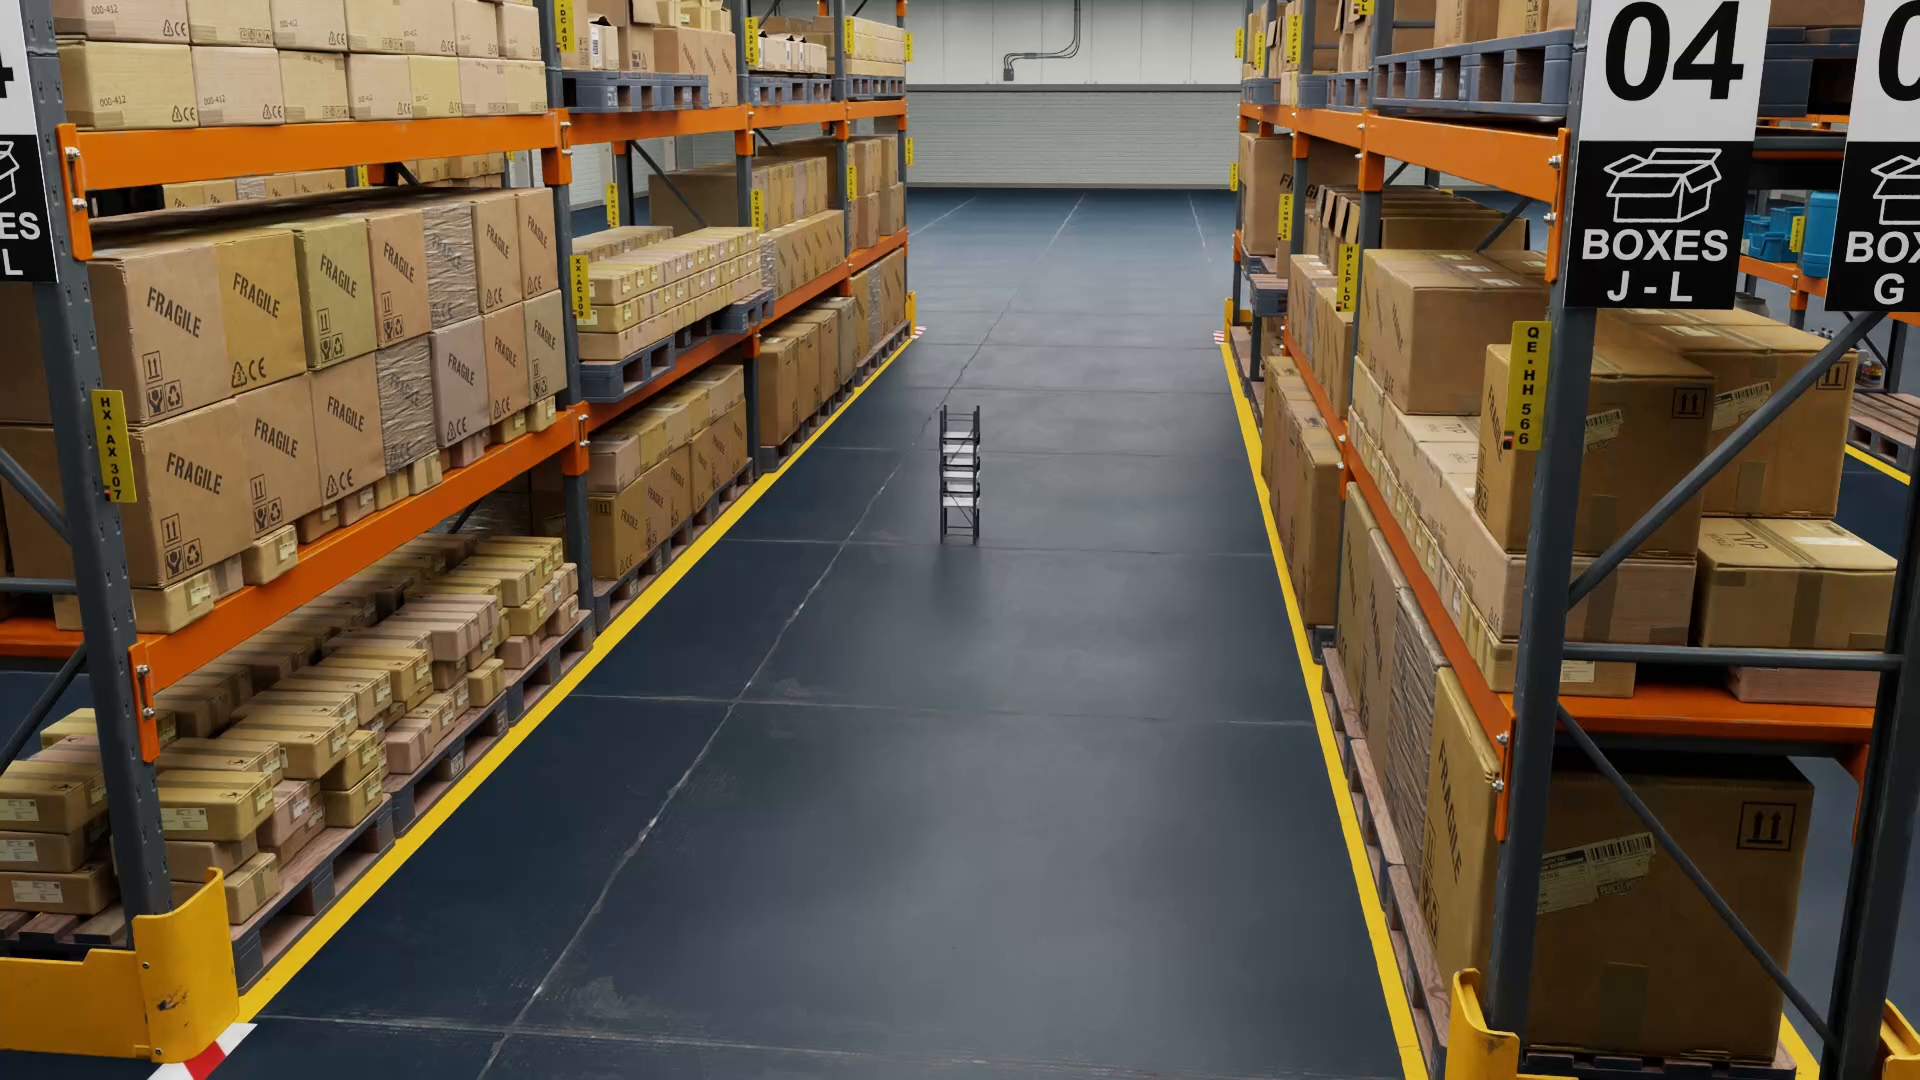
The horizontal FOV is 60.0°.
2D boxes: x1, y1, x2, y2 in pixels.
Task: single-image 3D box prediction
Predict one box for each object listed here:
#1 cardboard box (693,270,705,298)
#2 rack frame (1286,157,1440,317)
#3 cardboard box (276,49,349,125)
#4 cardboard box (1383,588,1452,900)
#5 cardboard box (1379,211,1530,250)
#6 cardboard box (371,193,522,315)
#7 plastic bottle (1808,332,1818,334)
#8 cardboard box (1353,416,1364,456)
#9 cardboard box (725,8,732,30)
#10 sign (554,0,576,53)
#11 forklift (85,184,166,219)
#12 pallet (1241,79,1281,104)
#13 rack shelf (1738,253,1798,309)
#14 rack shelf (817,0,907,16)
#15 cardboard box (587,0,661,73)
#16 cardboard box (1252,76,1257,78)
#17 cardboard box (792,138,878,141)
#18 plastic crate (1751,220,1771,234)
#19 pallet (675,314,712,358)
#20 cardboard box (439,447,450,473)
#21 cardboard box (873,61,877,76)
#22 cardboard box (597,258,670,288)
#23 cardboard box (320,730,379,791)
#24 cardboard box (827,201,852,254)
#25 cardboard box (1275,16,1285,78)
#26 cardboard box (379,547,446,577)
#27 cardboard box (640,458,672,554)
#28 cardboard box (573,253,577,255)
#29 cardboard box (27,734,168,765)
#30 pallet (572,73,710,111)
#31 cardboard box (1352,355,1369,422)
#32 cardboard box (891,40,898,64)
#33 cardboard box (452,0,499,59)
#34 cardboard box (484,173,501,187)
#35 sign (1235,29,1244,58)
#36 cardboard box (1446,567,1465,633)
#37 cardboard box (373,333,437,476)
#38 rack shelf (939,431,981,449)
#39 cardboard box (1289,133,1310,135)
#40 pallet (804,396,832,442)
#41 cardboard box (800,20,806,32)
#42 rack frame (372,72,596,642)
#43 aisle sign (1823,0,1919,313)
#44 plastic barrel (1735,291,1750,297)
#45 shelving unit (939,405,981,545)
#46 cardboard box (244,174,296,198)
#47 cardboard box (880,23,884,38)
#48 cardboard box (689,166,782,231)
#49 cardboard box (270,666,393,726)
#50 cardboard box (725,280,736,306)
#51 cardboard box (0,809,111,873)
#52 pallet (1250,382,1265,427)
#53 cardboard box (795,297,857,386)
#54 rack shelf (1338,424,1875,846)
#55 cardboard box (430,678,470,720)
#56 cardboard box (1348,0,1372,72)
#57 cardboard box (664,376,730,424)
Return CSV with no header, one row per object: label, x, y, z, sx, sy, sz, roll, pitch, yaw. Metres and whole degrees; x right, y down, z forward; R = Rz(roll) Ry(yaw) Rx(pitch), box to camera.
cardboard box,-1.828,-1.621,10.517,0.380,0.149,0.250,1,15,5
rack frame,2.864,-1.767,11.949,1.000,3.000,0.127,2,15,6
cardboard box,-2.541,-1.619,5.944,0.500,0.250,0.500,1,15,4
cardboard box,2.057,0.727,5.994,0.875,0.875,0.875,2,15,6
cardboard box,2.477,-1.428,8.582,0.797,0.503,0.637,1,15,5
cardboard box,-2.341,-1.312,7.590,0.500,0.500,0.500,1,15,4
plastic bottle,8.861,-2.039,17.333,0.152,0.276,0.135,2,15,7
cardboard box,2.020,-0.473,7.646,0.380,0.149,0.250,1,15,4
cardboard box,-2.135,-4.145,13.812,0.500,0.500,0.500,2,15,6
sign,-1.964,-2.585,8.239,0.100,0.325,0.005,2,15,6
forklift,-5.627,-1.231,10.099,3.031,2.935,1.130,2,15,6
pallet,3.140,-4.004,14.838,1.213,0.211,1.003,2,15,6
rack shelf,8.463,-2.830,17.258,1.077,0.370,4.000,2,15,6
rack shelf,-1.375,-5.851,17.704,1.077,0.370,4.000,2,15,6
cardboard box,-2.199,-2.999,9.757,0.797,0.503,0.637,1,15,6
cardboard box,3.229,-4.573,16.868,0.500,0.250,0.500,2,15,6
cardboard box,-1.399,-4.226,18.687,0.875,0.550,0.550,2,15,6
plastic crate,8.850,-3.317,17.967,0.499,0.251,0.408,2,15,6
pallet,-2.235,-1.332,10.708,1.003,0.211,1.213,2,15,6
cardboard box,-2.450,-0.360,7.227,0.380,0.149,0.250,1,15,5
cardboard box,-1.080,-4.969,17.530,0.380,0.149,0.250,2,15,6
cardboard box,-1.915,-1.562,9.730,0.380,0.149,0.250,1,15,6
cardboard box,-2.477,0.839,6.401,0.380,0.149,0.250,2,15,8
cardboard box,-1.571,-3.145,16.758,0.875,0.550,0.550,2,15,6
cardboard box,3.059,-4.141,13.982,0.797,0.503,0.637,2,15,9
cardboard box,-2.838,0.138,8.424,0.380,0.149,0.250,2,15,9
cardboard box,-2.099,-0.219,10.208,0.500,0.500,0.500,2,15,9
cardboard box,-2.531,-1.648,10.049,0.380,0.149,0.250,1,15,4
cardboard box,-3.062,0.814,5.923,0.380,0.149,0.250,2,15,7
pallet,-2.214,-2.685,9.958,1.213,0.211,1.003,2,15,6
cardboard box,2.100,-0.686,7.671,0.500,0.250,0.500,1,15,5
cardboard box,-0.985,-5.519,18.801,0.500,0.250,0.500,2,15,6
cardboard box,-2.373,-2.257,7.344,0.500,0.250,0.500,1,15,4
cardboard box,-5.867,-4.176,20.099,0.500,0.500,0.500,1,15,5
sign,3.228,-5.727,19.176,0.100,0.325,0.005,2,15,6
cardboard box,1.732,0.195,5.177,0.380,0.149,0.250,2,15,6
cardboard box,-2.476,-0.563,6.736,0.500,0.500,0.500,1,15,5
rack shelf,-0.001,-0.661,10.975,0.258,0.077,0.200,2,15,6
cardboard box,3.900,-4.236,18.405,0.500,0.500,0.500,2,15,6
pallet,-1.748,-1.111,14.865,1.003,0.211,1.213,2,15,6
cardboard box,-1.790,-5.239,17.000,0.380,0.149,0.250,2,15,7
rack frame,-2.504,-0.901,8.749,1.000,3.000,0.127,2,15,6
aisle sign,2.252,-0.919,3.835,0.394,0.787,0.004,2,15,6
plastic barrel,8.690,-2.524,18.713,0.421,0.512,0.421,0,15,0
shelving unit,-0.001,-0.432,11.037,0.258,0.900,0.210,2,15,6
cardboard box,-6.474,-3.102,15.320,0.500,0.500,0.500,2,15,8
cardboard box,-1.023,-5.484,17.906,0.380,0.149,0.250,2,15,7
cardboard box,-1.880,-2.850,13.850,0.700,0.500,0.500,1,15,5
cardboard box,-2.505,0.621,6.635,0.380,0.149,0.250,2,15,8
cardboard box,-1.742,-1.683,11.317,0.380,0.149,0.250,1,15,6
cardboard box,-3.179,1.021,5.729,0.380,0.149,0.250,1,15,5
pallet,3.229,-1.256,15.403,1.003,0.211,1.213,2,15,6
cardboard box,-1.582,-1.929,16.056,1.050,0.750,0.750,2,15,6
rack shelf,2.187,0.137,6.288,1.077,0.370,4.000,2,15,6
cardboard box,-2.422,0.718,7.418,0.380,0.149,0.250,2,15,7
cardboard box,2.655,-2.937,9.527,0.797,0.503,0.637,1,15,5
cardboard box,-1.915,-0.981,11.590,0.500,0.250,0.500,2,15,7
